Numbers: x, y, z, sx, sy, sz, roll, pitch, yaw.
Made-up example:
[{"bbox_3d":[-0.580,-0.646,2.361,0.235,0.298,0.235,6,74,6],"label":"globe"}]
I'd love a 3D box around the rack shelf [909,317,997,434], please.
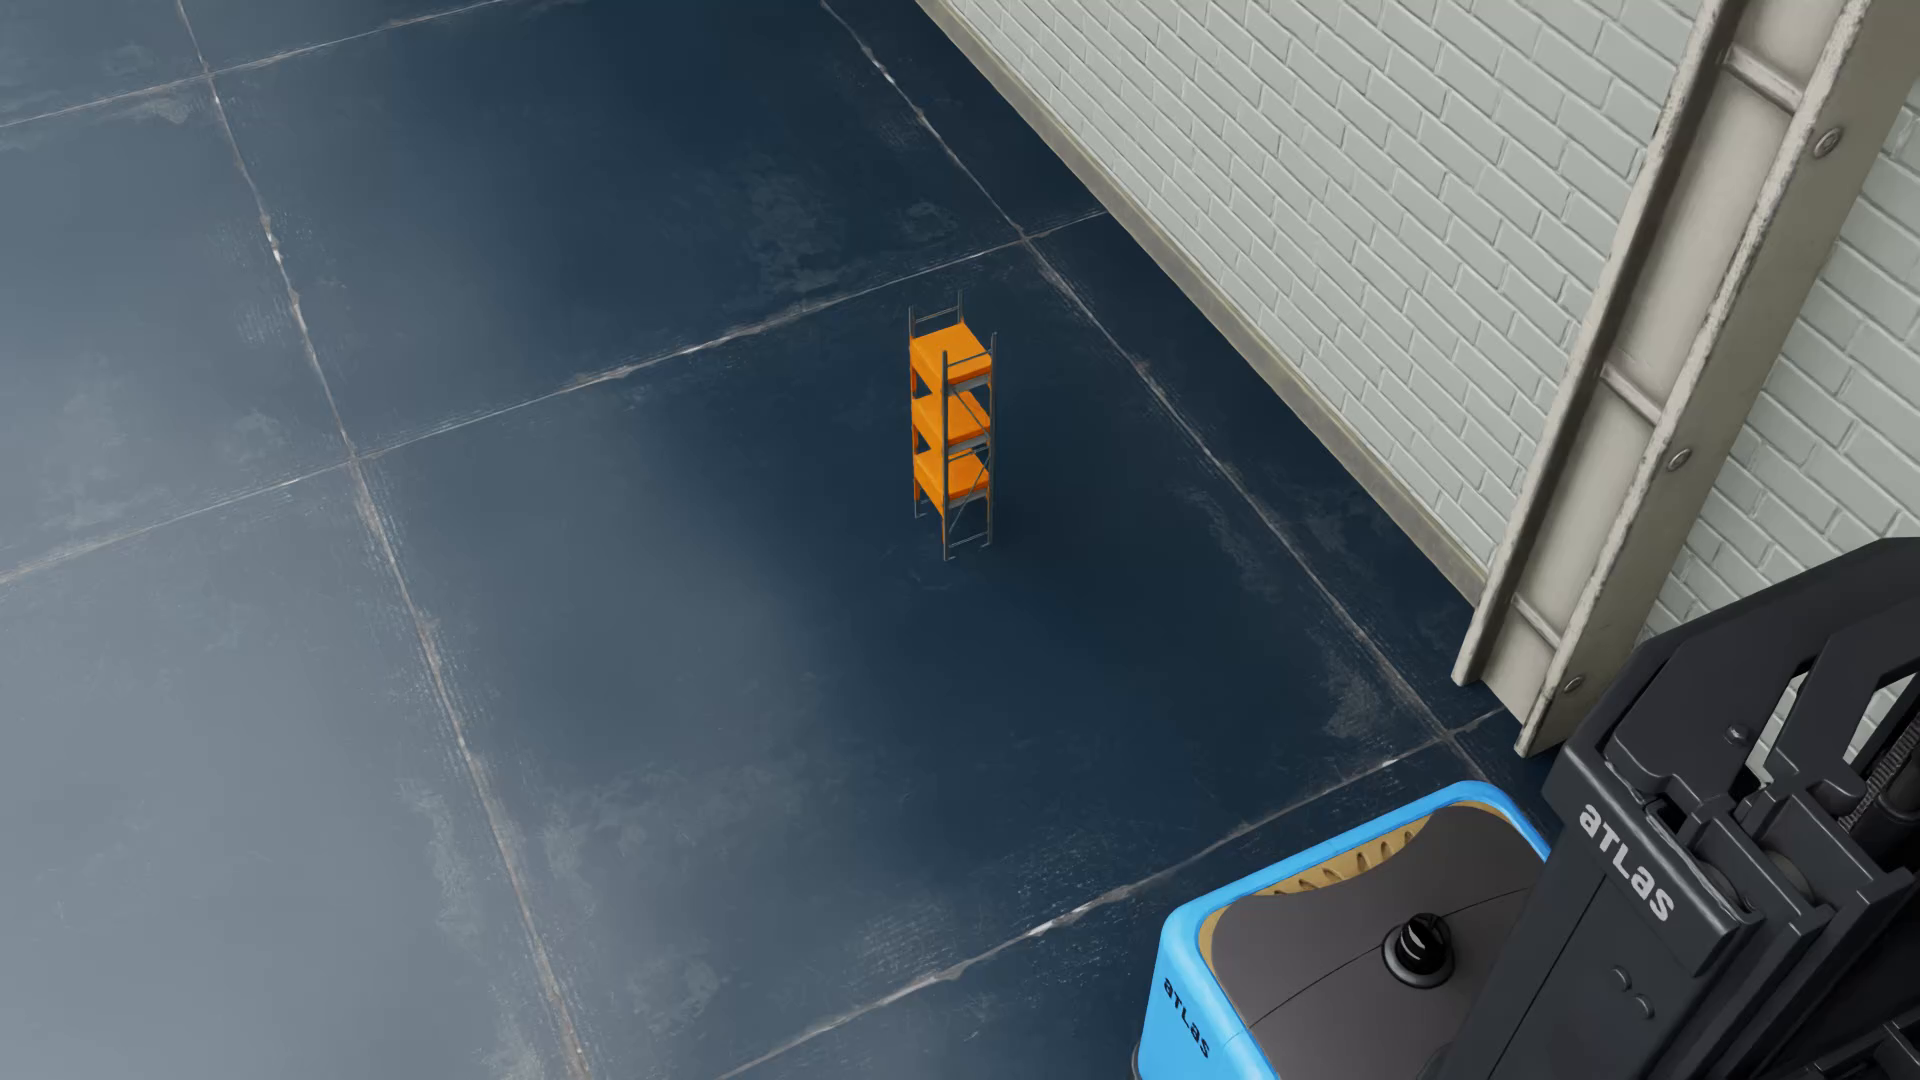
[{"bbox_3d":[-0.025,-0.561,5.681,0.215,0.259,0.240,-21,52,-18],"label":"rack shelf"}]

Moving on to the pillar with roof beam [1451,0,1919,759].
[{"bbox_3d":[-1.883,-0.925,1.081,9.100,9.000,0.400,-21,52,-18],"label":"pillar with roof beam"}]

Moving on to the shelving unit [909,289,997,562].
[{"bbox_3d":[-0.025,-0.381,5.886,0.215,1.050,0.252,-21,52,-18],"label":"shelving unit"}]

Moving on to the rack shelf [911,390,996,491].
[{"bbox_3d":[-0.025,-0.374,5.894,0.215,0.259,0.240,-21,52,-18],"label":"rack shelf"}]

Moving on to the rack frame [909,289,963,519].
[{"bbox_3d":[-0.080,-0.463,5.958,0.200,1.050,0.008,-21,52,-18],"label":"rack frame"}]

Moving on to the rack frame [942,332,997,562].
[{"bbox_3d":[0.031,-0.300,5.815,0.200,1.050,0.008,-21,52,-18],"label":"rack frame"}]

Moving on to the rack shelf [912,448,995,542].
[{"bbox_3d":[-0.024,-0.191,6.103,0.215,0.259,0.240,-21,52,-18],"label":"rack shelf"}]

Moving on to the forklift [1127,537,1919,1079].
[{"bbox_3d":[1.562,1.502,2.989,1.130,2.935,3.031,-20,52,-16],"label":"forklift"}]
